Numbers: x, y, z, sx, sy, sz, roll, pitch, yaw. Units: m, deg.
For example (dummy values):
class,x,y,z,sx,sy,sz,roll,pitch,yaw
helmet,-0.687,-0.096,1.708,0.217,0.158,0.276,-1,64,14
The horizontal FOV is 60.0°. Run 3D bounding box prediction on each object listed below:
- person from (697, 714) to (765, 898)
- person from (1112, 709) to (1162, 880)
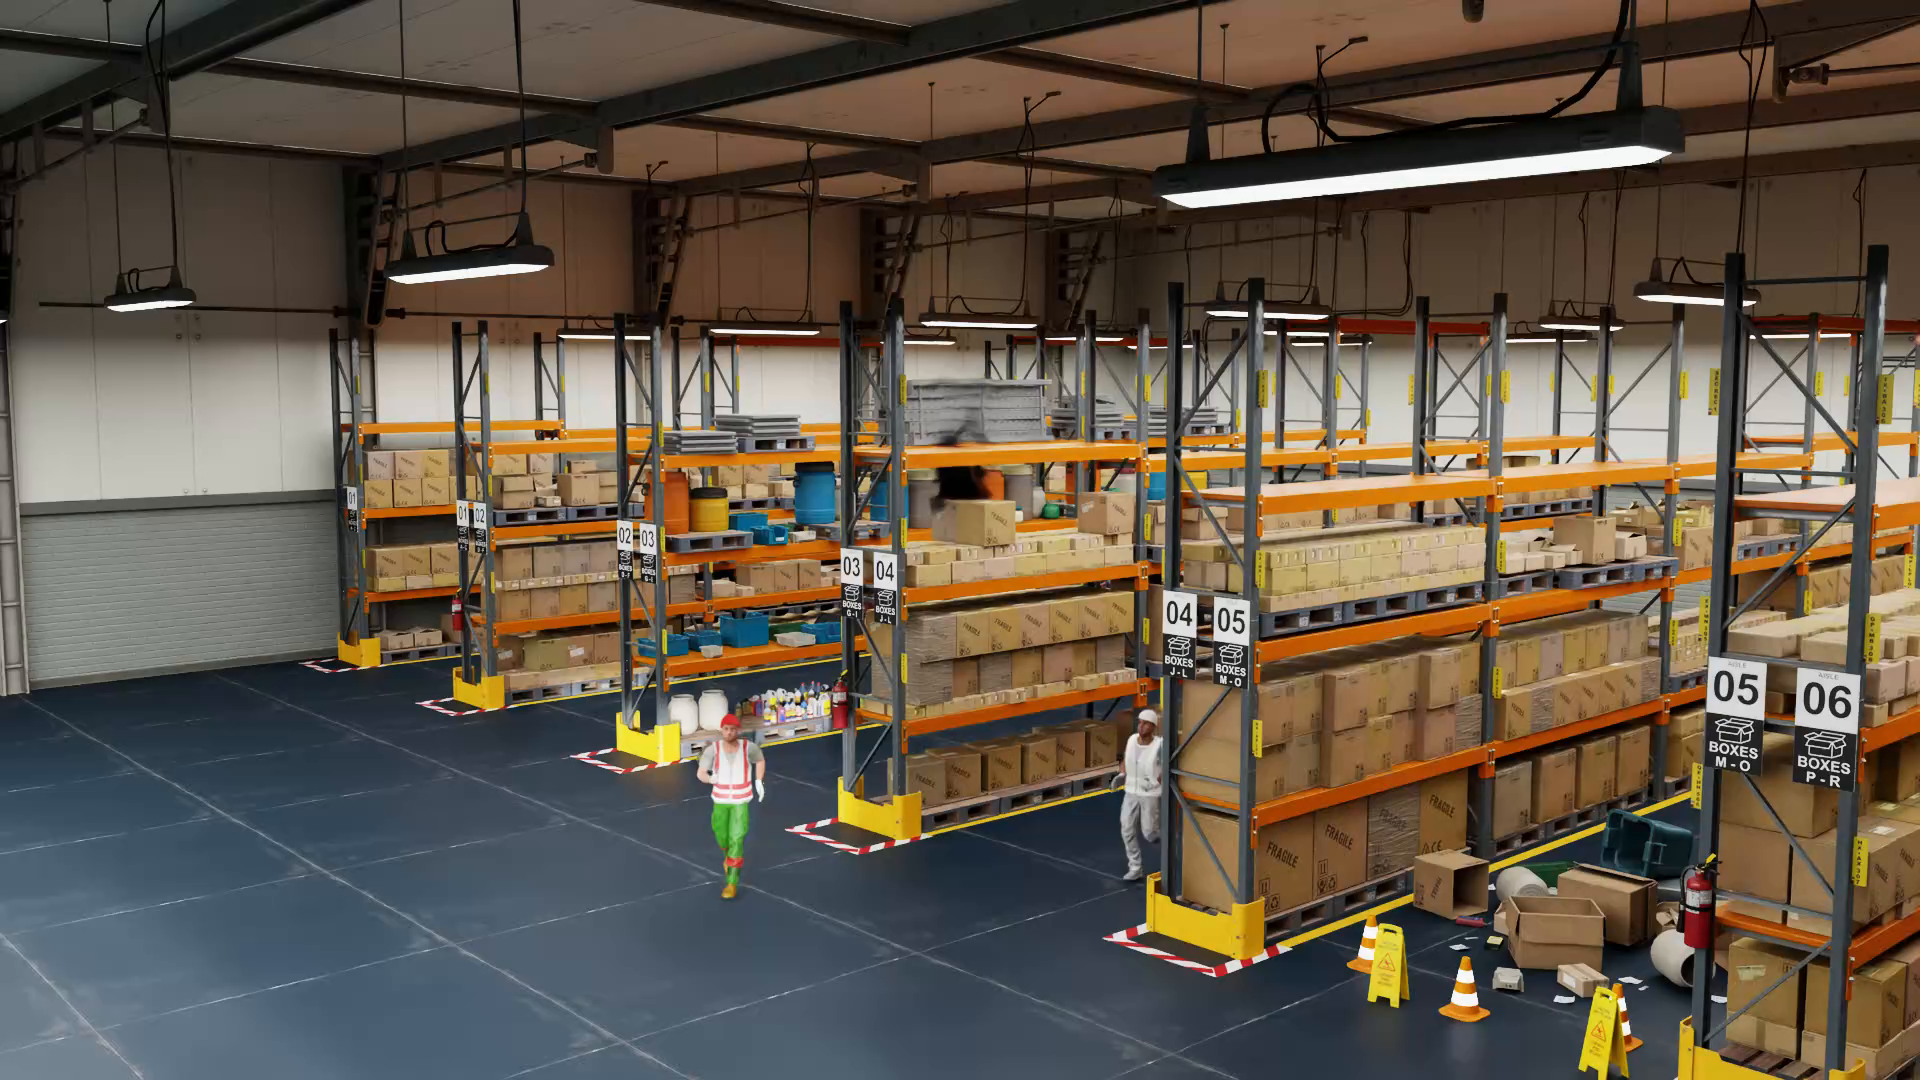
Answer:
class,x,y,z,sx,sy,sz,roll,pitch,yaw
person,-2.295,2.607,16.681,0.660,1.769,0.966,0,6,-2
person,1.915,2.606,17.139,0.689,1.739,0.730,5,7,39
